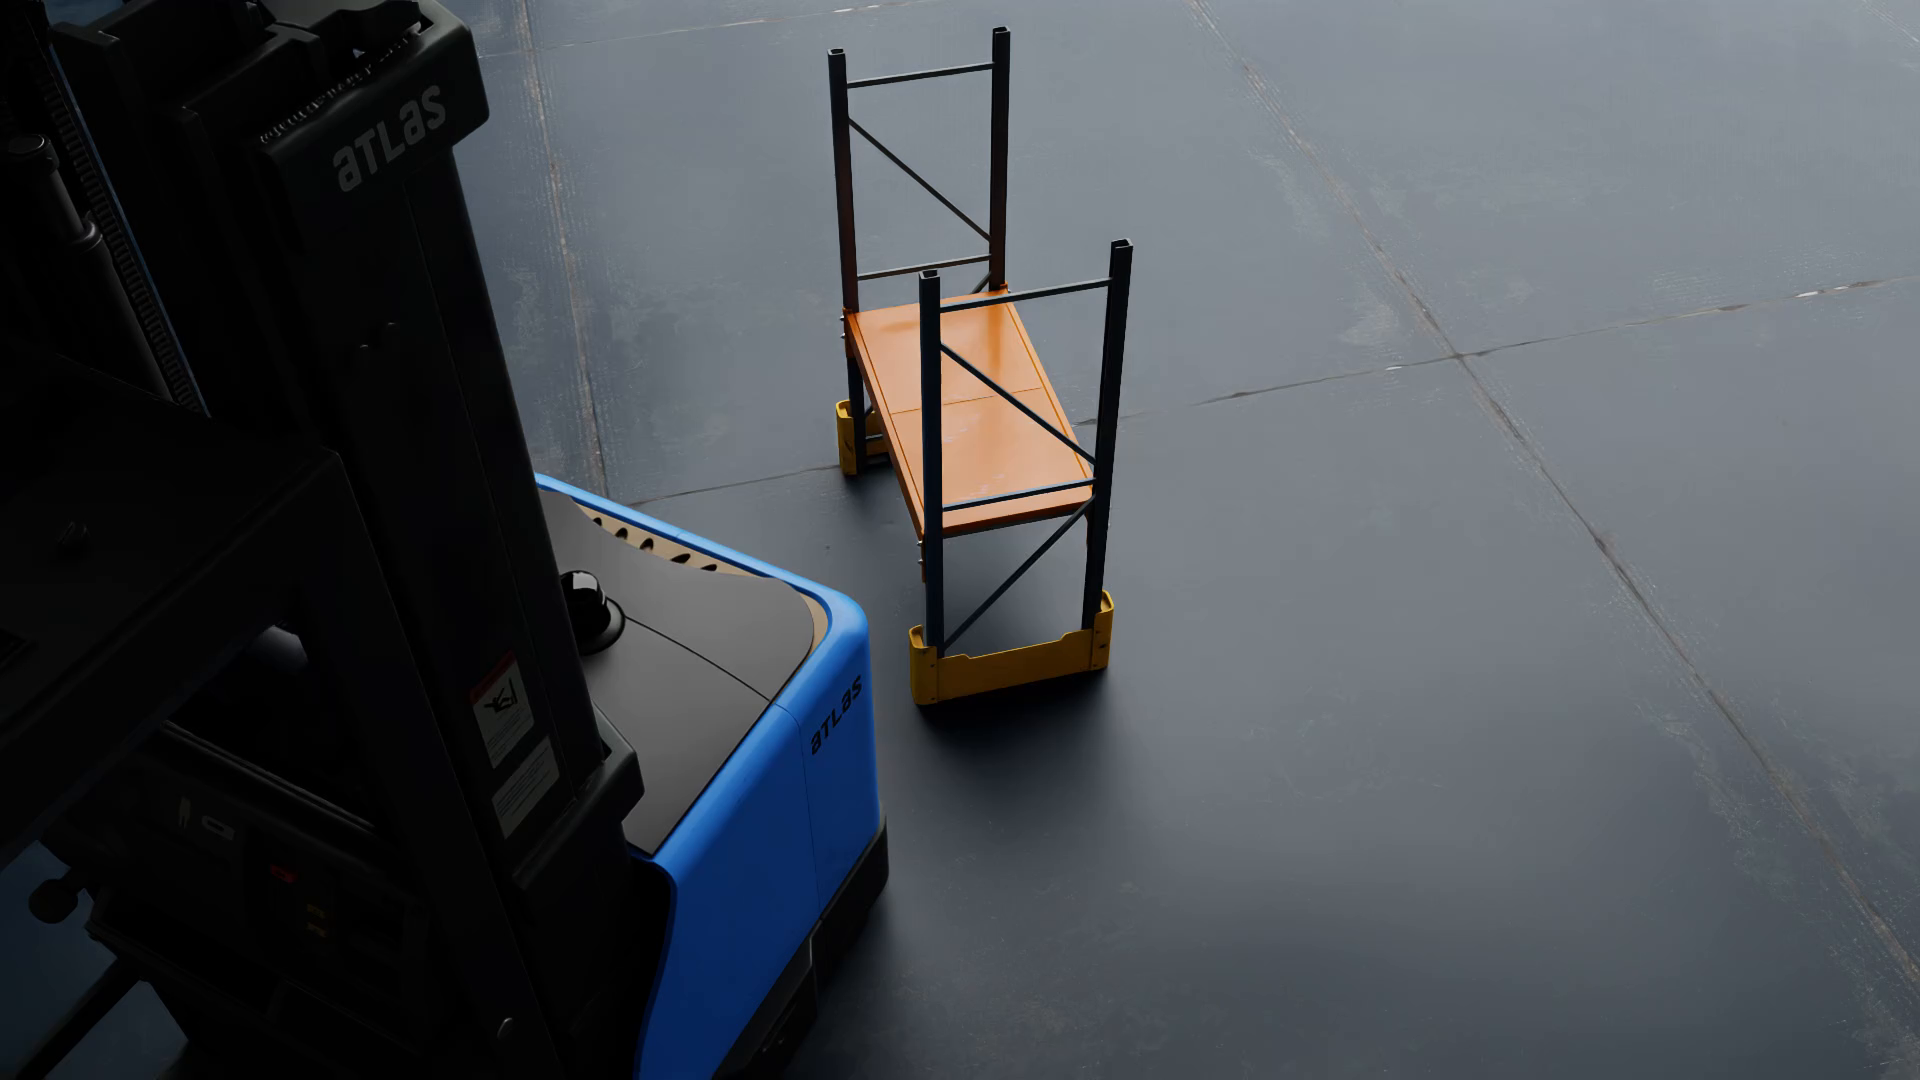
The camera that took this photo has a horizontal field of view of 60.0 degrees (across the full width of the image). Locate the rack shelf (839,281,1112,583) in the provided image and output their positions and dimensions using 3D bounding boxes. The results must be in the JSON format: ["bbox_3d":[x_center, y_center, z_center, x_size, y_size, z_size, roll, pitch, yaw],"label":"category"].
[{"bbox_3d":[0.022,-0.340,4.785,0.538,0.185,1.000,-11,47,-10],"label":"rack shelf"}]

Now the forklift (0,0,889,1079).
[{"bbox_3d":[-1.316,0.635,2.575,1.130,2.935,3.031,21,49,19],"label":"forklift"}]

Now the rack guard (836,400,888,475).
[{"bbox_3d":[-0.108,-0.379,5.446,0.587,0.250,0.087,-11,47,-10],"label":"rack guard"}]

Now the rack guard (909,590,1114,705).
[{"bbox_3d":[0.147,0.309,4.772,0.587,0.250,0.087,-11,47,-10],"label":"rack guard"}]

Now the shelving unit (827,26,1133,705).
[{"bbox_3d":[0.020,-0.472,4.663,0.587,1.500,1.083,-11,47,-10],"label":"shelving unit"}]

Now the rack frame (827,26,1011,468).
[{"bbox_3d":[-0.108,-0.817,5.001,0.500,1.500,0.032,-11,47,-10],"label":"rack frame"}]

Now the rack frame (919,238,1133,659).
[{"bbox_3d":[0.152,-0.115,4.313,0.500,1.500,0.032,-11,47,-10],"label":"rack frame"}]
